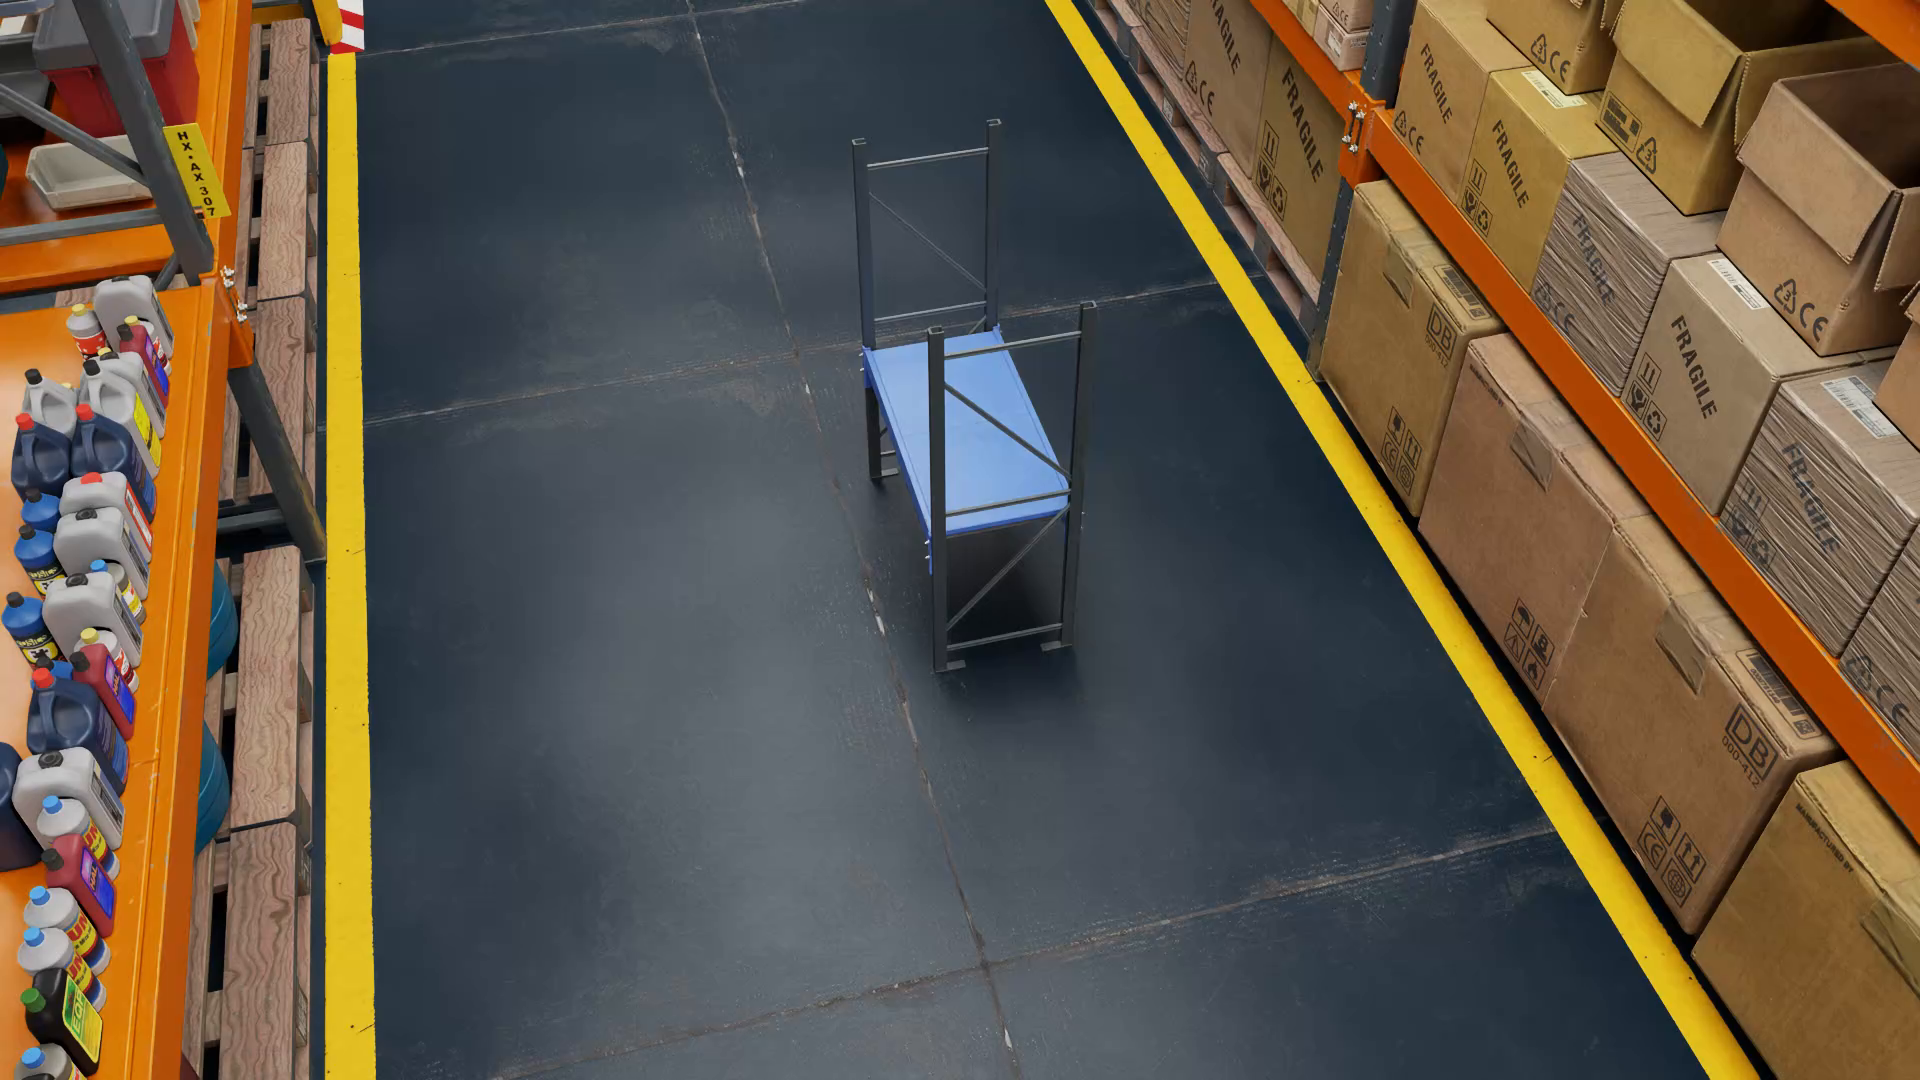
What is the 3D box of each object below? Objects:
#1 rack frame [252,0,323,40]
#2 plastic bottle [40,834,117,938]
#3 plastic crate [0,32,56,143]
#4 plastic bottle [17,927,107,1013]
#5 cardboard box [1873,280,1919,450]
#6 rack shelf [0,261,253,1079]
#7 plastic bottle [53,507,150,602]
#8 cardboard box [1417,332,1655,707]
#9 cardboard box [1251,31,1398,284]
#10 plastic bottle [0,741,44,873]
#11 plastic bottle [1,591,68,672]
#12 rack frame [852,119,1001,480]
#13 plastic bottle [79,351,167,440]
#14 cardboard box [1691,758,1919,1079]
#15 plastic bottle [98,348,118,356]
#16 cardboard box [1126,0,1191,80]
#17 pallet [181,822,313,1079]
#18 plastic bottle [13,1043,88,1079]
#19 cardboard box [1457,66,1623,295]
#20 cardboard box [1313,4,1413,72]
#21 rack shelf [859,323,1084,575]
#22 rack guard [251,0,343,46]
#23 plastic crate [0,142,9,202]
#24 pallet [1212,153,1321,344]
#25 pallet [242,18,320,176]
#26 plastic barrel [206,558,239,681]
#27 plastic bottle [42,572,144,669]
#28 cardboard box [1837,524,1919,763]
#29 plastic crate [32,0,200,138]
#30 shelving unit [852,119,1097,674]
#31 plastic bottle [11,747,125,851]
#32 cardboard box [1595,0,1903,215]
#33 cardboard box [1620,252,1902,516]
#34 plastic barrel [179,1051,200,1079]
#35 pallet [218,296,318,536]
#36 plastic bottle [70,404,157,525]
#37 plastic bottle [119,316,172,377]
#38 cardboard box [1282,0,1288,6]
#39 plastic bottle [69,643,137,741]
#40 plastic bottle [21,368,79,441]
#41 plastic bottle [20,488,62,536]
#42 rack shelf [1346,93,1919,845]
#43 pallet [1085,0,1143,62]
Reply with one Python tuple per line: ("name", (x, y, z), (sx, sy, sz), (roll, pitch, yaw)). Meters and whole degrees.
("rack frame", (-3.871, -3.682, 7.758), (1.000, 3.000, 0.127), (-11, 47, -10))
("plastic bottle", (-1.873, 0.718, 3.527), (0.061, 0.283, 0.133), (-11, 47, -10))
("plastic crate", (-3.393, -1.568, 5.837), (0.437, 0.125, 0.590), (-11, 47, -10))
("plastic bottle", (-1.836, 0.873, 3.384), (0.097, 0.271, 0.097), (0, 46, 0))
("cardboard box", (2.629, -0.408, 3.778), (0.797, 0.503, 0.637), (-10, 46, -9))
("rack shelf", (-2.335, 0.713, 3.955), (1.077, 0.370, 4.000), (-11, 47, -10))
("plastic bottle", (-2.177, 0.030, 4.208), (0.152, 0.276, 0.135), (-11, 47, -10))
("cardboard box", (2.353, -0.174, 5.514), (1.225, 0.875, 0.875), (-12, 47, -12))
("cardboard box", (1.849, -1.699, 7.009), (0.875, 0.875, 0.875), (-11, 47, -10))
("plastic bottle", (-2.126, 0.553, 3.642), (0.144, 0.351, 0.185), (-11, 47, -10))
("plastic bottle", (-2.233, 0.227, 4.017), (0.097, 0.271, 0.097), (0, 46, 0))
("rack frame", (-0.108, -0.817, 6.001), (0.500, 1.500, 0.032), (-11, 47, -10))
("plastic bottle", (-2.340, -0.411, 4.640), (0.152, 0.276, 0.135), (-11, 47, -10))
("cardboard box", (2.808, 1.052, 4.312), (1.225, 0.875, 0.875), (-13, 47, -12))
("plastic bottle", (-2.402, -0.459, 4.739), (0.097, 0.201, 0.097), (0, 46, 0))
("cardboard box", (1.391, -2.935, 8.220), (0.875, 0.875, 0.875), (-11, 47, -10))
("pallet", (-2.374, 1.440, 4.691), (1.003, 0.211, 1.213), (-11, 47, -10))
("plastic bottle", (-1.777, 1.057, 3.253), (0.097, 0.201, 0.097), (0, 46, 0))
("cardboard box", (1.946, -1.150, 5.207), (0.500, 0.500, 0.500), (-11, 47, -10))
("cardboard box", (1.546, -1.888, 6.176), (0.380, 0.149, 0.250), (-10, 47, -10))
("rack shelf", (0.022, -0.340, 5.785), (0.538, 0.185, 1.000), (-11, 47, -10))
("rack guard", (-3.890, -2.821, 8.665), (1.175, 0.500, 0.348), (-11, 47, -10))
("plastic crate", (-3.296, -1.195, 5.291), (0.392, 0.384, 0.575), (-11, 47, -10))
("pallet", (1.822, -1.389, 7.463), (1.003, 0.211, 1.213), (-11, 47, -10))
("pallet", (-3.698, -2.129, 8.189), (1.003, 0.211, 1.213), (-11, 47, -10))
("plastic barrel", (-2.724, 0.046, 5.280), (0.600, 0.901, 0.708), (-11, 47, -10))
("plastic bottle", (-2.117, 0.190, 4.051), (0.152, 0.276, 0.135), (-11, 47, -10))
("cardboard box", (2.477, 0.260, 3.825), (0.500, 0.500, 0.500), (-11, 47, -11))
("plastic crate", (-2.833, -1.626, 5.656), (0.402, 0.464, 0.583), (-11, 47, -10))
("shelving unit", (0.022, -0.466, 5.657), (0.538, 1.500, 1.048), (-11, 47, -10))
("plastic bottle", (-1.977, 0.570, 3.678), (0.152, 0.276, 0.135), (-11, 47, -10))
("cardboard box", (2.277, -1.296, 4.648), (0.797, 0.503, 0.637), (-10, 46, -10))
("cardboard box", (2.211, -0.449, 4.520), (0.500, 0.500, 0.500), (-10, 46, -10))
("plastic barrel", (-2.254, 1.424, 4.148), (0.600, 0.588, 0.708), (-11, 47, -10))
("pallet", (-3.073, -0.445, 6.538), (1.003, 0.211, 1.213), (-11, 47, -10))
("plastic bottle", (-2.248, -0.200, 4.381), (0.144, 0.351, 0.185), (-11, 47, -10))
("plastic bottle", (-2.378, -0.562, 4.840), (0.097, 0.201, 0.097), (0, 46, 0))
("cardboard box", (1.414, -2.243, 6.524), (0.380, 0.149, 0.250), (-11, 47, -11))
("plastic bottle", (-2.014, 0.339, 3.900), (0.061, 0.283, 0.133), (-11, 47, -10))
("plastic bottle", (-2.435, -0.302, 4.480), (0.144, 0.351, 0.185), (-11, 47, -10))
("plastic bottle", (-2.327, -0.026, 4.265), (0.097, 0.271, 0.097), (0, 46, 0))
("rack shelf", (2.453, -0.193, 4.843), (1.077, 0.370, 4.000), (-11, 47, -10))
("pallet", (1.197, -3.074, 9.114), (1.003, 0.211, 1.213), (-11, 47, -10))
